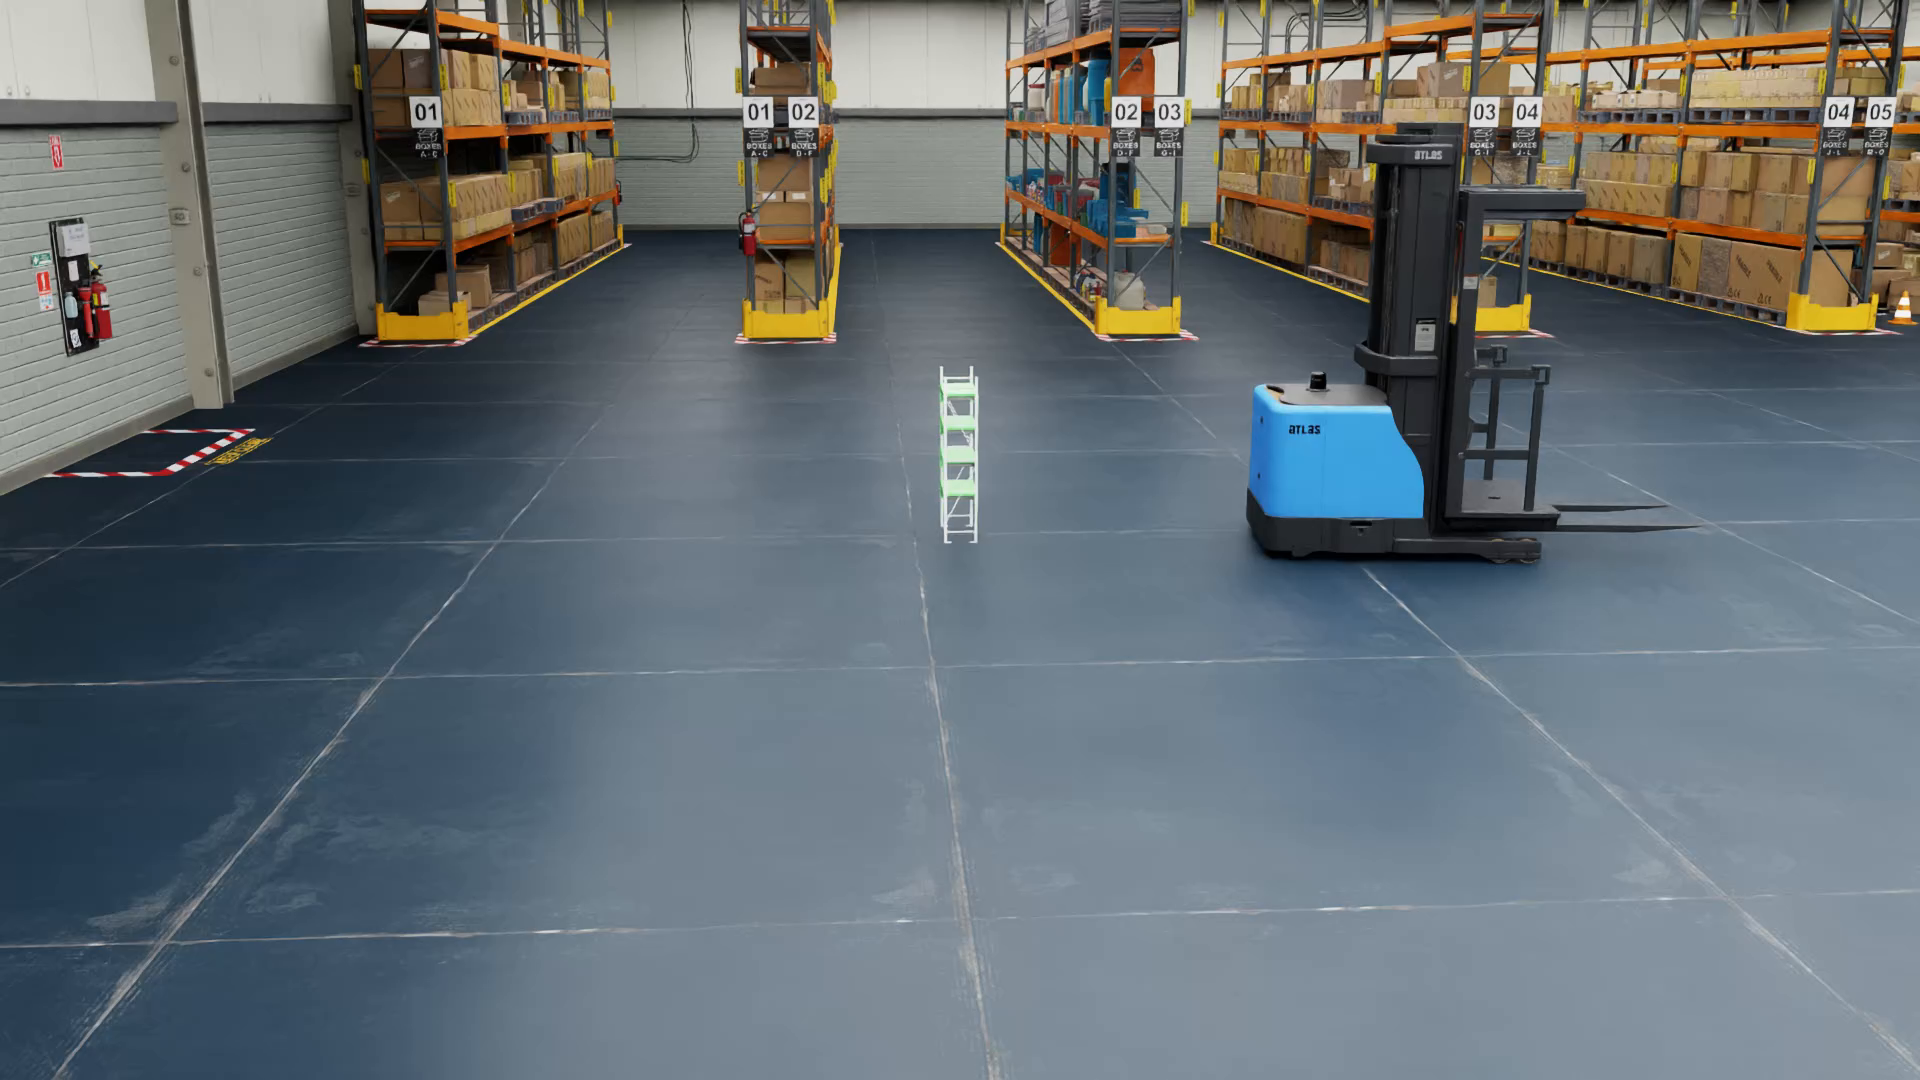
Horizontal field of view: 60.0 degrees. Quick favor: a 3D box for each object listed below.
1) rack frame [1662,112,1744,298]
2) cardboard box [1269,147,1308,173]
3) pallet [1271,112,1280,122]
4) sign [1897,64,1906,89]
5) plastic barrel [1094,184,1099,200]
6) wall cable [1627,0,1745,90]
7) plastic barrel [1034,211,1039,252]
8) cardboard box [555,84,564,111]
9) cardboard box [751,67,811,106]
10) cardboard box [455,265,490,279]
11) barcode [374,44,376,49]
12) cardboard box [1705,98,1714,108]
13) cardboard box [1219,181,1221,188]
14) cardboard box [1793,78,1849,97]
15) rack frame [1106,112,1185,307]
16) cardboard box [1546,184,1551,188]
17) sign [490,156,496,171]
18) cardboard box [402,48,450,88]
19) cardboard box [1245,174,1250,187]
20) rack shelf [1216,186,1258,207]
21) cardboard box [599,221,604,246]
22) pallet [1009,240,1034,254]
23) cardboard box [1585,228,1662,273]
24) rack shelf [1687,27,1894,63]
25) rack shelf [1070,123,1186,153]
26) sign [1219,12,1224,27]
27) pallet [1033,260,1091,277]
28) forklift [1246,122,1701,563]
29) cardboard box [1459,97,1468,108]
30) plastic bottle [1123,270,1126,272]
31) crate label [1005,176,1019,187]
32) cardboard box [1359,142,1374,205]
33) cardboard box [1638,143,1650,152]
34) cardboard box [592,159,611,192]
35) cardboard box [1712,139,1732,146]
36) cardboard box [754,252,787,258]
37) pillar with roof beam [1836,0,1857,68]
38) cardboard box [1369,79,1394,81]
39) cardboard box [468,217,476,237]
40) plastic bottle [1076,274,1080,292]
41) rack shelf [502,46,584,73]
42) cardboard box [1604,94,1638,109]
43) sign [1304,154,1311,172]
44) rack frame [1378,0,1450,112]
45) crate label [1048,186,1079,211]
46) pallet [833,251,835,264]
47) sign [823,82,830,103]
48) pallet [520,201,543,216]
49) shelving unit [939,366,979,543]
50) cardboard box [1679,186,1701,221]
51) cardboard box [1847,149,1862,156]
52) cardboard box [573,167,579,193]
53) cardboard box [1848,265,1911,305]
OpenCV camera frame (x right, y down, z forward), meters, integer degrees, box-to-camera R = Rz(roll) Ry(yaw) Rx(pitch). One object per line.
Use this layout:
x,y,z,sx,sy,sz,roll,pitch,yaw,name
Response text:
12.194,-5.479,27.303,1.000,3.000,0.127,-1,14,-3,rack frame
6.790,-7.793,34.082,0.797,0.503,0.637,-1,14,-5,cardboard box
6.848,-8.550,33.603,0.805,0.209,1.217,-1,15,-6,pallet
12.996,-6.406,22.972,0.100,0.325,0.005,-1,14,-3,sign
2.454,-5.659,27.727,0.433,0.535,0.433,0,14,0,plastic barrel
19.285,-12.944,44.199,2.988,3.039,0.133,-1,14,-3,wall cable
1.815,-6.393,34.221,0.600,0.901,0.708,-1,14,-3,plastic barrel
-8.045,-8.544,32.112,0.700,0.500,0.500,-1,14,-4,cardboard box
-2.433,-6.198,22.745,0.797,0.503,0.637,0,14,0,cardboard box
-7.490,-3.944,25.467,0.500,0.500,0.500,-2,15,-8,cardboard box
-7.889,-6.649,22.416,0.001,0.075,0.075,-1,14,-3,barcode
11.910,-6.840,26.032,0.380,0.149,0.250,-1,14,-4,cardboard box
6.187,-8.197,38.371,0.380,0.149,0.250,-1,14,-3,cardboard box
12.133,-6.378,23.436,0.500,0.250,0.500,-1,14,-3,cardboard box
2.542,-4.357,22.940,1.000,3.000,0.127,-1,14,-3,rack frame
11.444,-6.733,31.838,0.380,0.149,0.250,-1,14,-4,cardboard box
-8.395,-6.745,29.897,0.100,0.325,0.005,-1,14,-3,sign
-7.128,-6.298,22.219,0.500,0.500,0.500,-2,15,-7,cardboard box
6.418,-7.723,35.729,0.500,0.250,0.500,0,14,-2,cardboard box
6.618,-7.567,36.859,1.077,0.370,4.000,-1,14,-3,rack shelf
-8.091,-6.621,35.914,0.700,0.500,0.500,-1,14,-2,cardboard box
1.636,-6.477,36.777,1.003,0.211,1.213,-1,14,-3,pallet
11.952,-5.218,29.959,1.050,0.750,0.750,-1,14,-3,cardboard box
12.318,-7.345,24.762,1.077,0.370,4.000,-1,14,-3,rack shelf
2.418,-5.958,24.589,1.077,0.370,4.000,-1,14,-3,rack shelf
5.940,-11.840,37.791,0.100,0.325,0.005,-1,14,-3,sign
1.956,-5.191,31.779,1.003,0.211,1.213,-1,14,-3,pallet
3.629,-1.394,11.563,3.031,2.935,1.130,0,14,2,forklift
7.157,-6.071,23.082,0.380,0.149,0.250,-1,14,-3,cardboard box
2.622,-4.126,26.476,0.144,0.351,0.185,-1,14,-5,plastic bottle
1.237,-8.217,38.160,0.416,0.233,0.303,-1,14,-3,crate label
7.328,-6.122,27.752,1.000,1.000,1.000,-1,14,-3,cardboard box
16.131,-8.974,38.679,0.500,0.500,0.500,-1,14,-5,cardboard box
-8.240,-8.021,36.578,0.980,0.700,0.700,-1,14,-4,cardboard box
16.296,-8.489,35.491,0.380,0.149,0.250,-1,14,-5,cardboard box
-2.839,-4.018,24.792,0.500,0.500,0.500,-1,14,-3,cardboard box
17.775,-12.166,41.253,9.100,9.000,0.400,-1,14,-3,pillar with roof beam
7.327,-7.801,29.100,0.500,0.500,0.500,-1,14,-2,cardboard box
-7.106,-4.396,23.353,0.500,0.250,0.500,-1,14,-5,cardboard box
1.924,-4.080,26.445,0.152,0.276,0.135,0,14,-1,plastic bottle
-7.966,-9.054,31.403,1.077,0.370,4.000,-1,14,-3,rack shelf
11.803,-7.798,29.552,0.500,0.250,0.500,0,14,-2,cardboard box
6.436,-6.974,30.789,0.100,0.325,0.005,-1,14,-3,sign
7.238,-8.333,26.356,1.000,3.000,0.127,-1,14,-3,rack frame
1.838,-6.112,29.691,0.502,0.435,0.616,-1,14,-3,crate label
-3.057,-5.713,33.809,1.003,0.211,1.213,-1,14,-3,pallet
-2.096,-7.026,26.099,0.100,0.325,0.005,-1,14,-3,sign
-7.678,-5.609,28.191,1.003,0.211,1.213,-1,14,-3,pallet
-0.010,-0.622,12.037,0.258,1.200,0.503,-1,14,-3,shelving unit
12.229,-5.461,26.928,0.875,0.550,0.550,-1,14,-3,cardboard box
17.094,-7.235,31.918,0.500,0.500,0.500,-1,14,-5,cardboard box
-7.745,-7.028,32.483,0.500,0.500,0.500,-1,14,-3,cardboard box
14.675,-4.073,26.575,0.797,0.637,0.503,-1,14,-3,cardboard box
